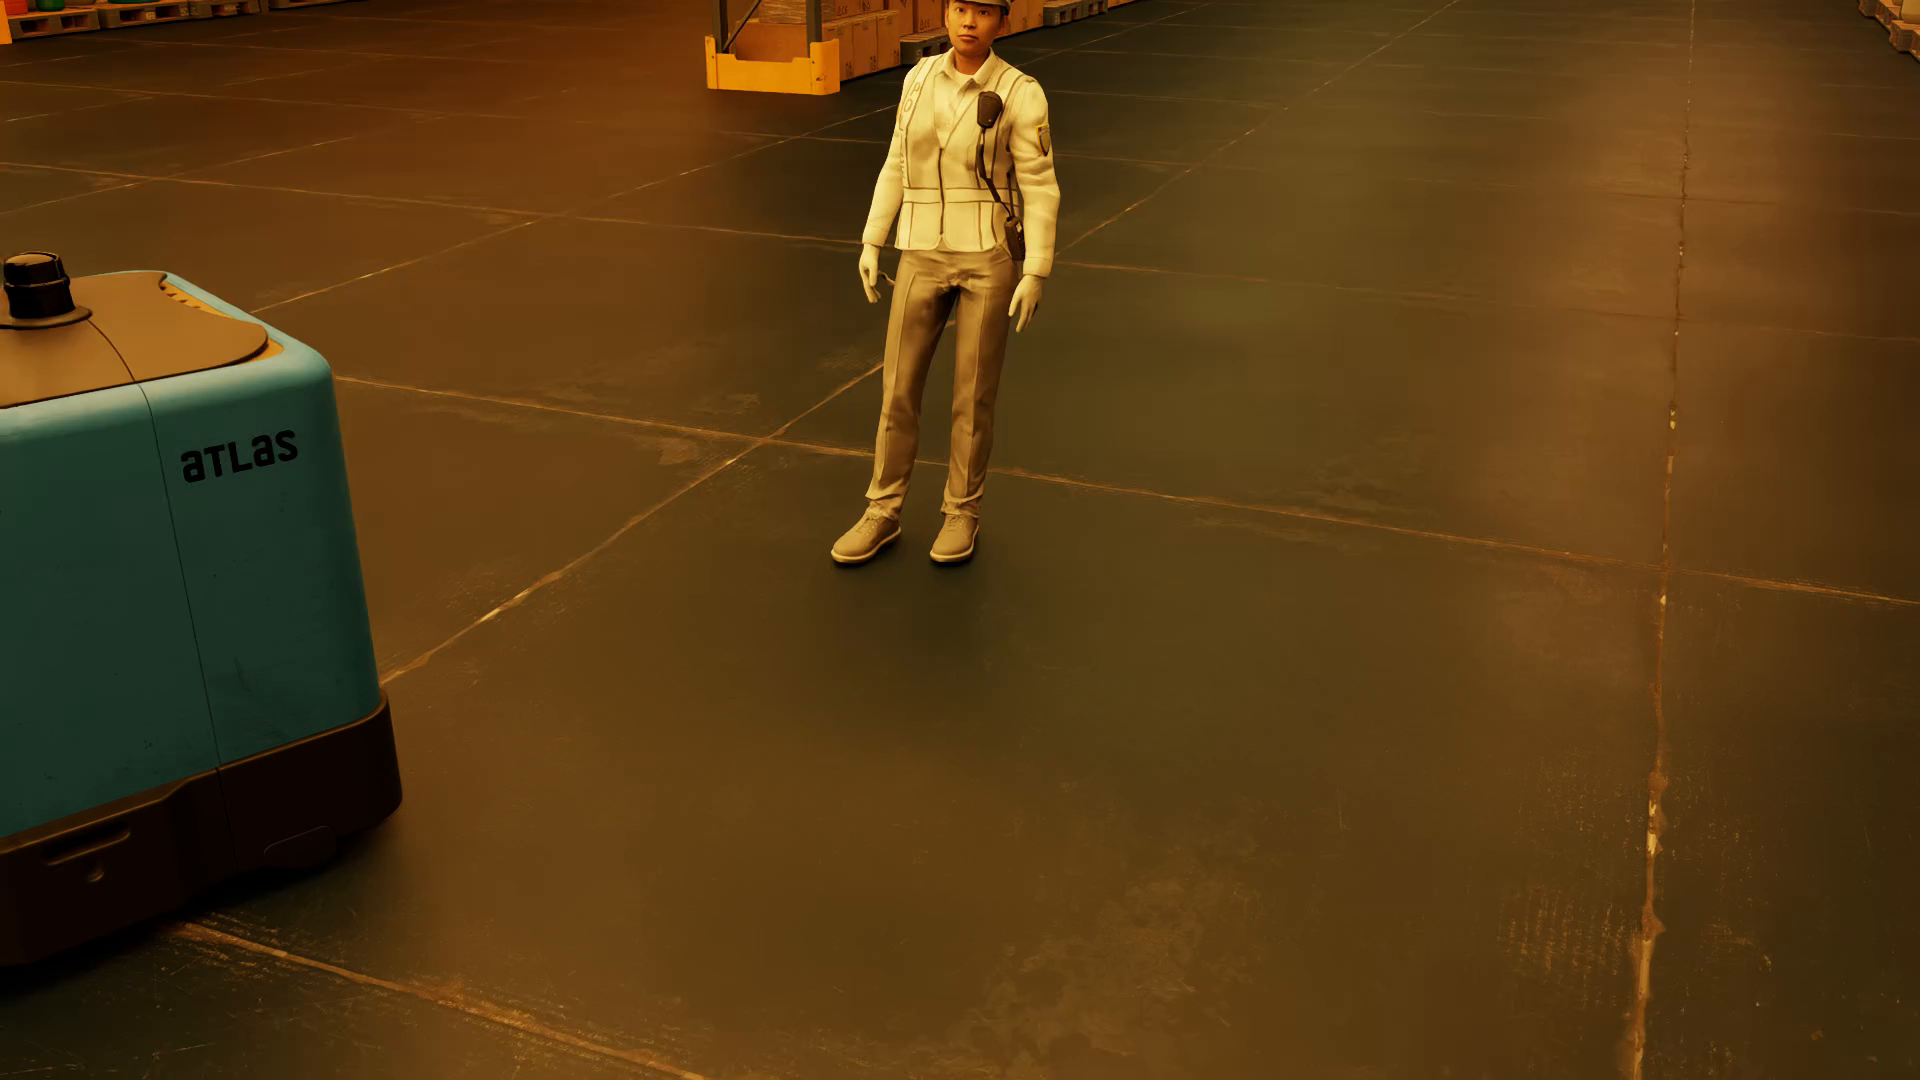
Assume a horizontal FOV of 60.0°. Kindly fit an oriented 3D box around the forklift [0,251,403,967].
[{"bbox_3d":[-2.635,-0.482,2.444,3.031,2.935,1.130,-19,29,-38],"label":"forklift"}]

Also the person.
[{"bbox_3d":[-0.033,-0.765,4.707,0.586,1.694,0.530,9,24,21],"label":"person"}]
